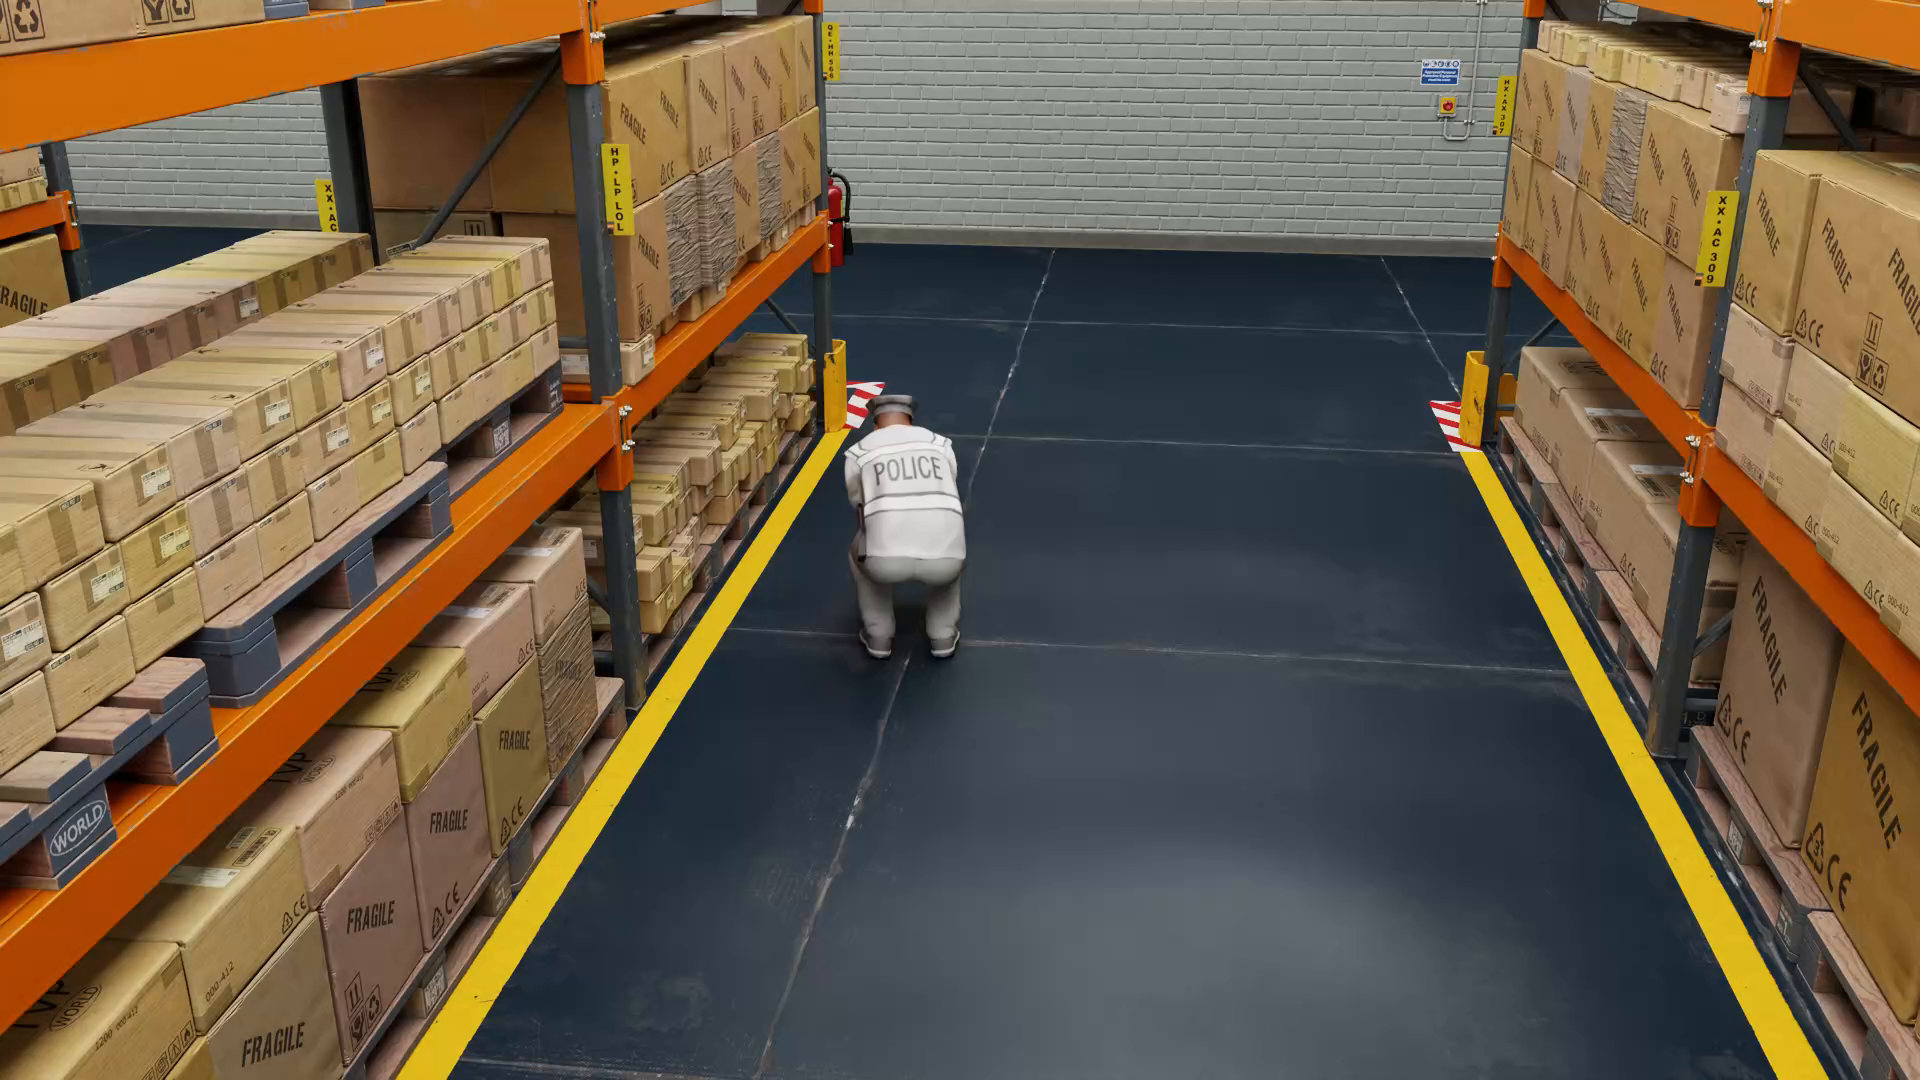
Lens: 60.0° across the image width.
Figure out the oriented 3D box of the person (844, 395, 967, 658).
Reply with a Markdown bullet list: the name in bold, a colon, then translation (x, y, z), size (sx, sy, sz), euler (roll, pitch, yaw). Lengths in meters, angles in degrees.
- **person**: translation (-0.233, -0.060, 7.256), size (0.534, 1.030, 0.936), euler (-1, 21, -3)
